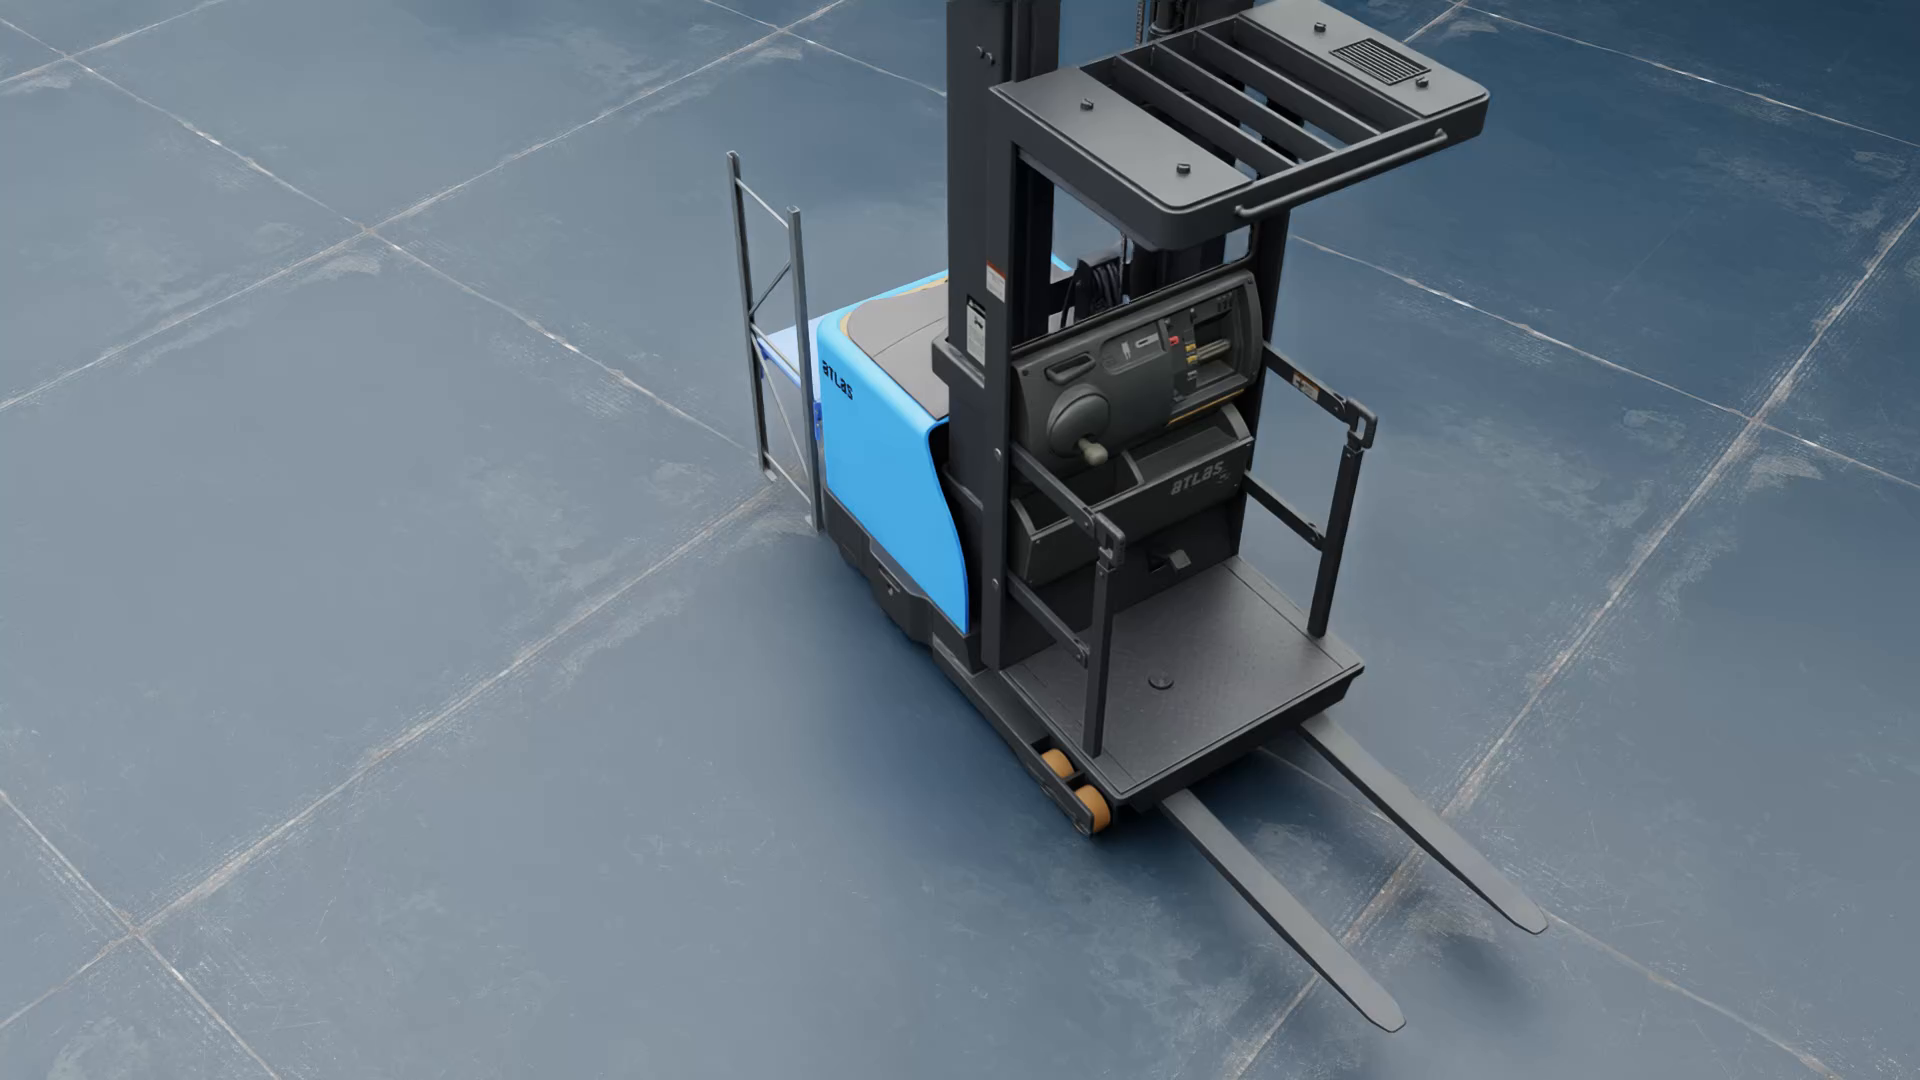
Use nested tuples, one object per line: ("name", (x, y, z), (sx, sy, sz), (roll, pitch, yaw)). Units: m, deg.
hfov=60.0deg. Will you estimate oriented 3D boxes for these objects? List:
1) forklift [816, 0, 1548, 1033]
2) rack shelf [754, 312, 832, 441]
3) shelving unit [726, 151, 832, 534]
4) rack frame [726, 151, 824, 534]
("forklift", (0.695, -0.456, 5.072), (1.130, 2.935, 3.031), (-24, 48, -24))
("rack shelf", (-0.280, -0.780, 6.760), (1.000, 0.185, 0.538), (-24, 47, -24))
("shelving unit", (-0.280, -0.913, 6.639), (1.048, 1.500, 0.538), (-24, 47, -24))
("rack frame", (-0.705, -0.726, 6.433), (0.032, 1.500, 0.500), (-24, 47, -24))
